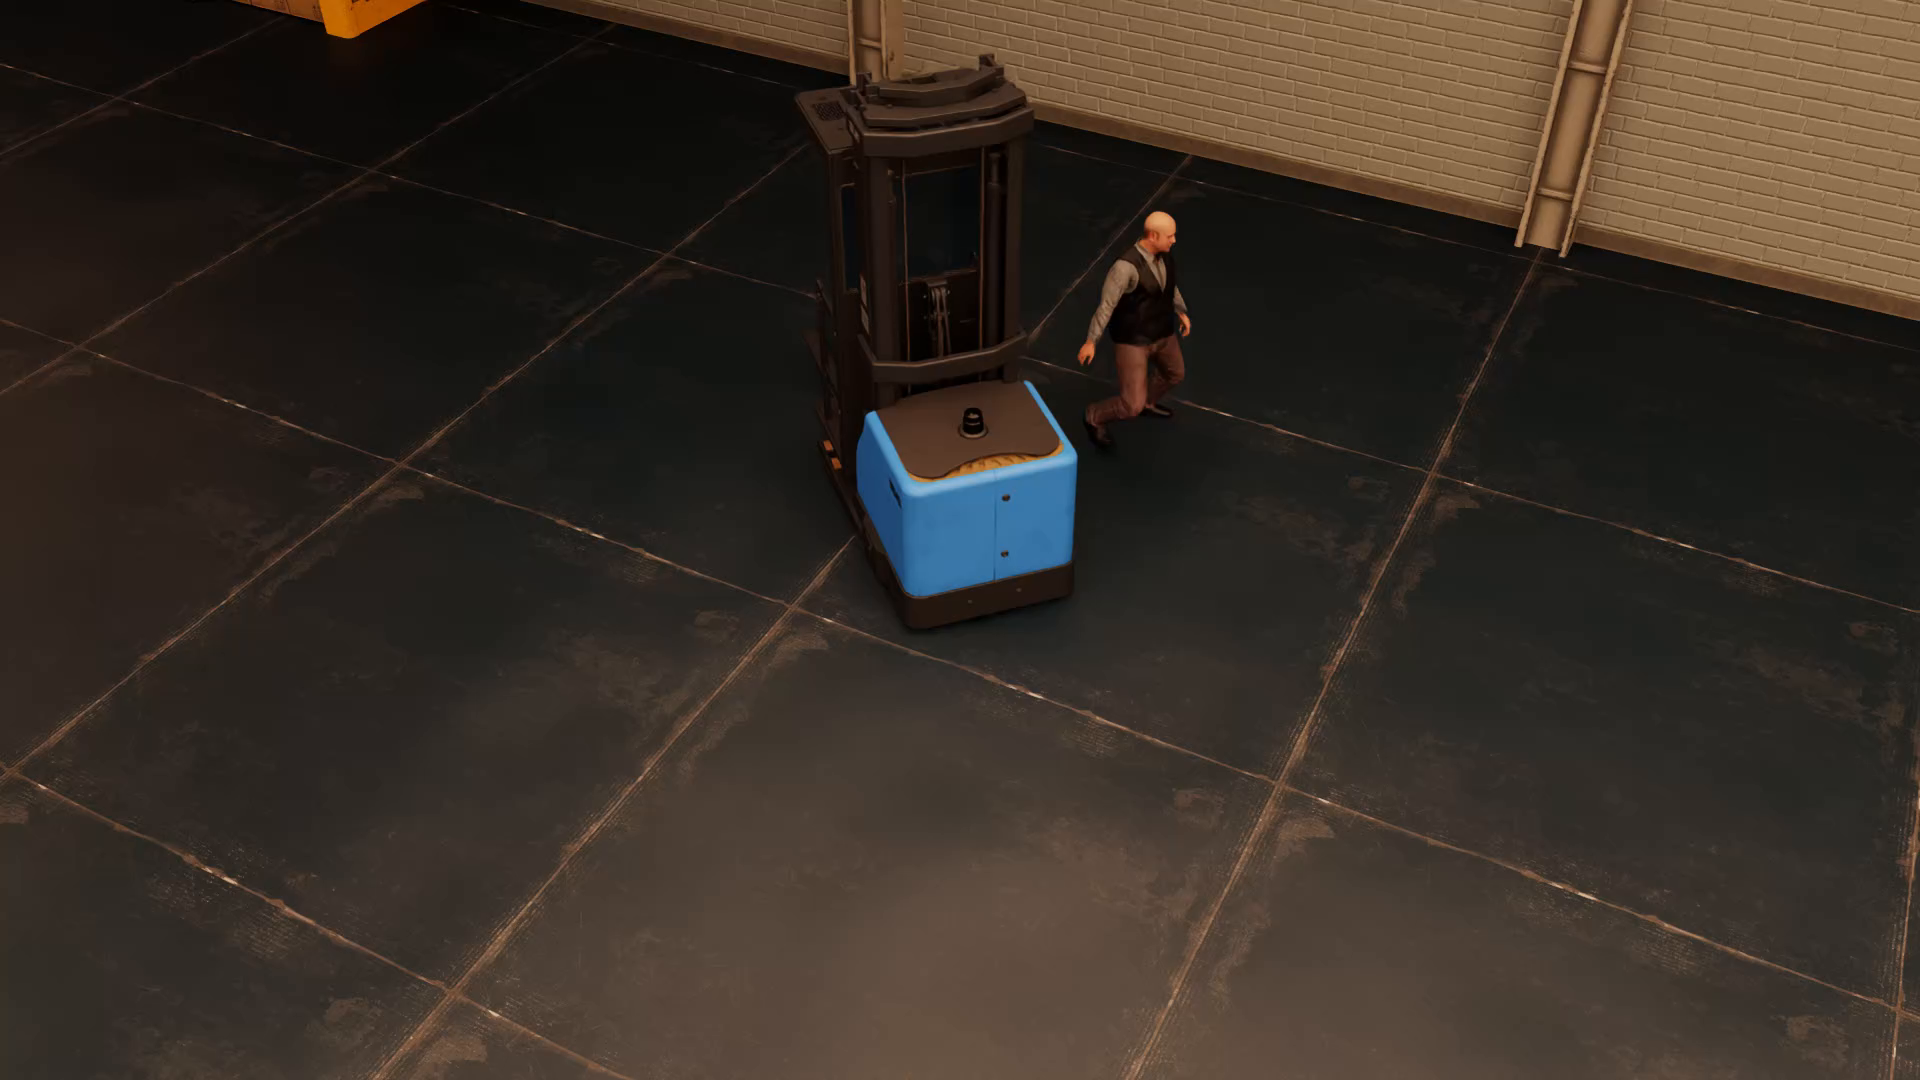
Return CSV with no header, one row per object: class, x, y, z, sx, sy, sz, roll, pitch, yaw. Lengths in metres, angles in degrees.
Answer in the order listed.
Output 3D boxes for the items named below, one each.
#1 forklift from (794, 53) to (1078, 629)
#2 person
forklift,-0.288,-1.568,9.848,1.130,2.935,3.031,-12,42,-14
person,1.133,-1.313,10.562,0.882,1.636,0.486,-30,49,-31
